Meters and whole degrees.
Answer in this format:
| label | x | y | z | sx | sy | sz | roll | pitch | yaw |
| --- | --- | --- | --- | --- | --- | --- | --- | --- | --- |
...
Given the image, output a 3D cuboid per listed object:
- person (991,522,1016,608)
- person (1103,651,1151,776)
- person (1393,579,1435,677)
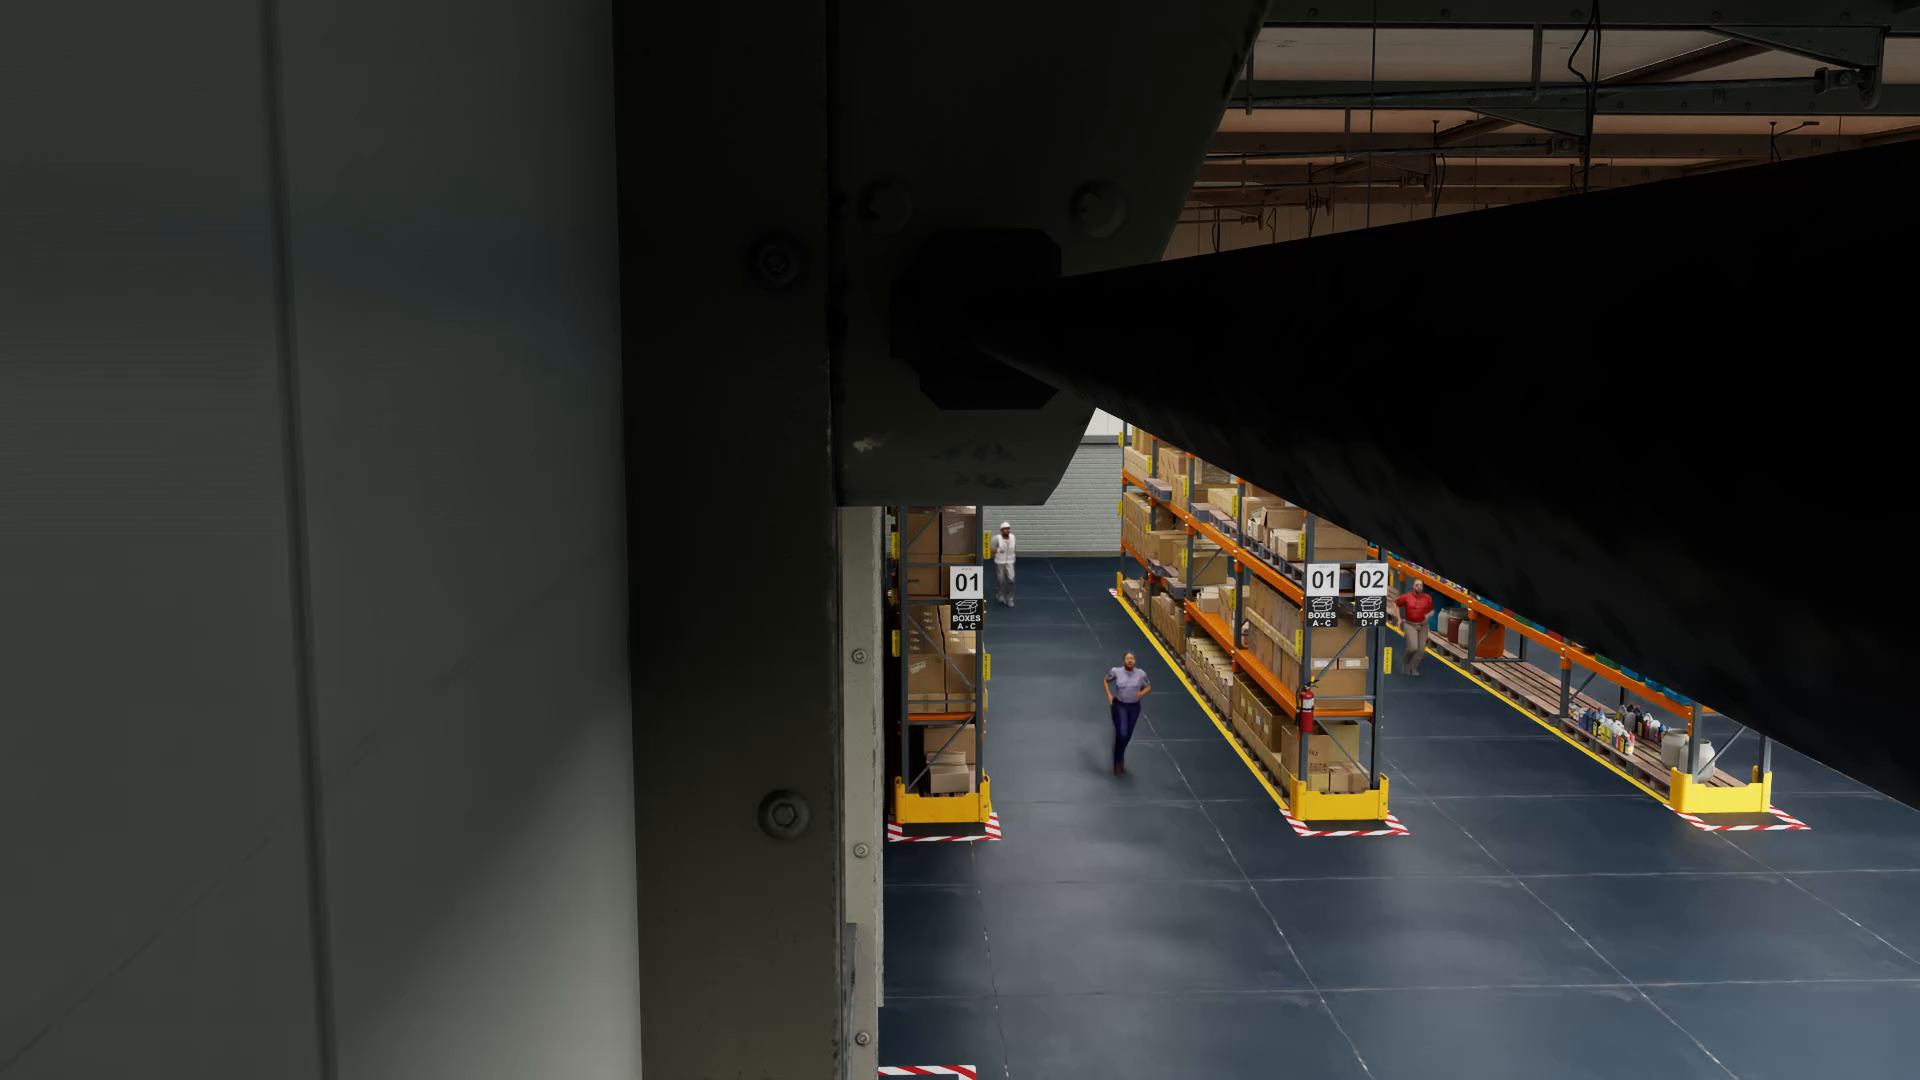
| label | x | y | z | sx | sy | sz | roll | pitch | yaw |
| --- | --- | --- | --- | --- | --- | --- | --- | --- | --- |
| person | 0.931 | 0.532 | 35.151 | 0.653 | 1.837 | 0.745 | -2 | 8 | -16 |
| person | 2.293 | 2.345 | 22.760 | 0.616 | 1.706 | 0.677 | -1 | 8 | -10 |
| person | 7.775 | 1.514 | 28.314 | 0.639 | 1.699 | 0.656 | -1 | 8 | -5 |
